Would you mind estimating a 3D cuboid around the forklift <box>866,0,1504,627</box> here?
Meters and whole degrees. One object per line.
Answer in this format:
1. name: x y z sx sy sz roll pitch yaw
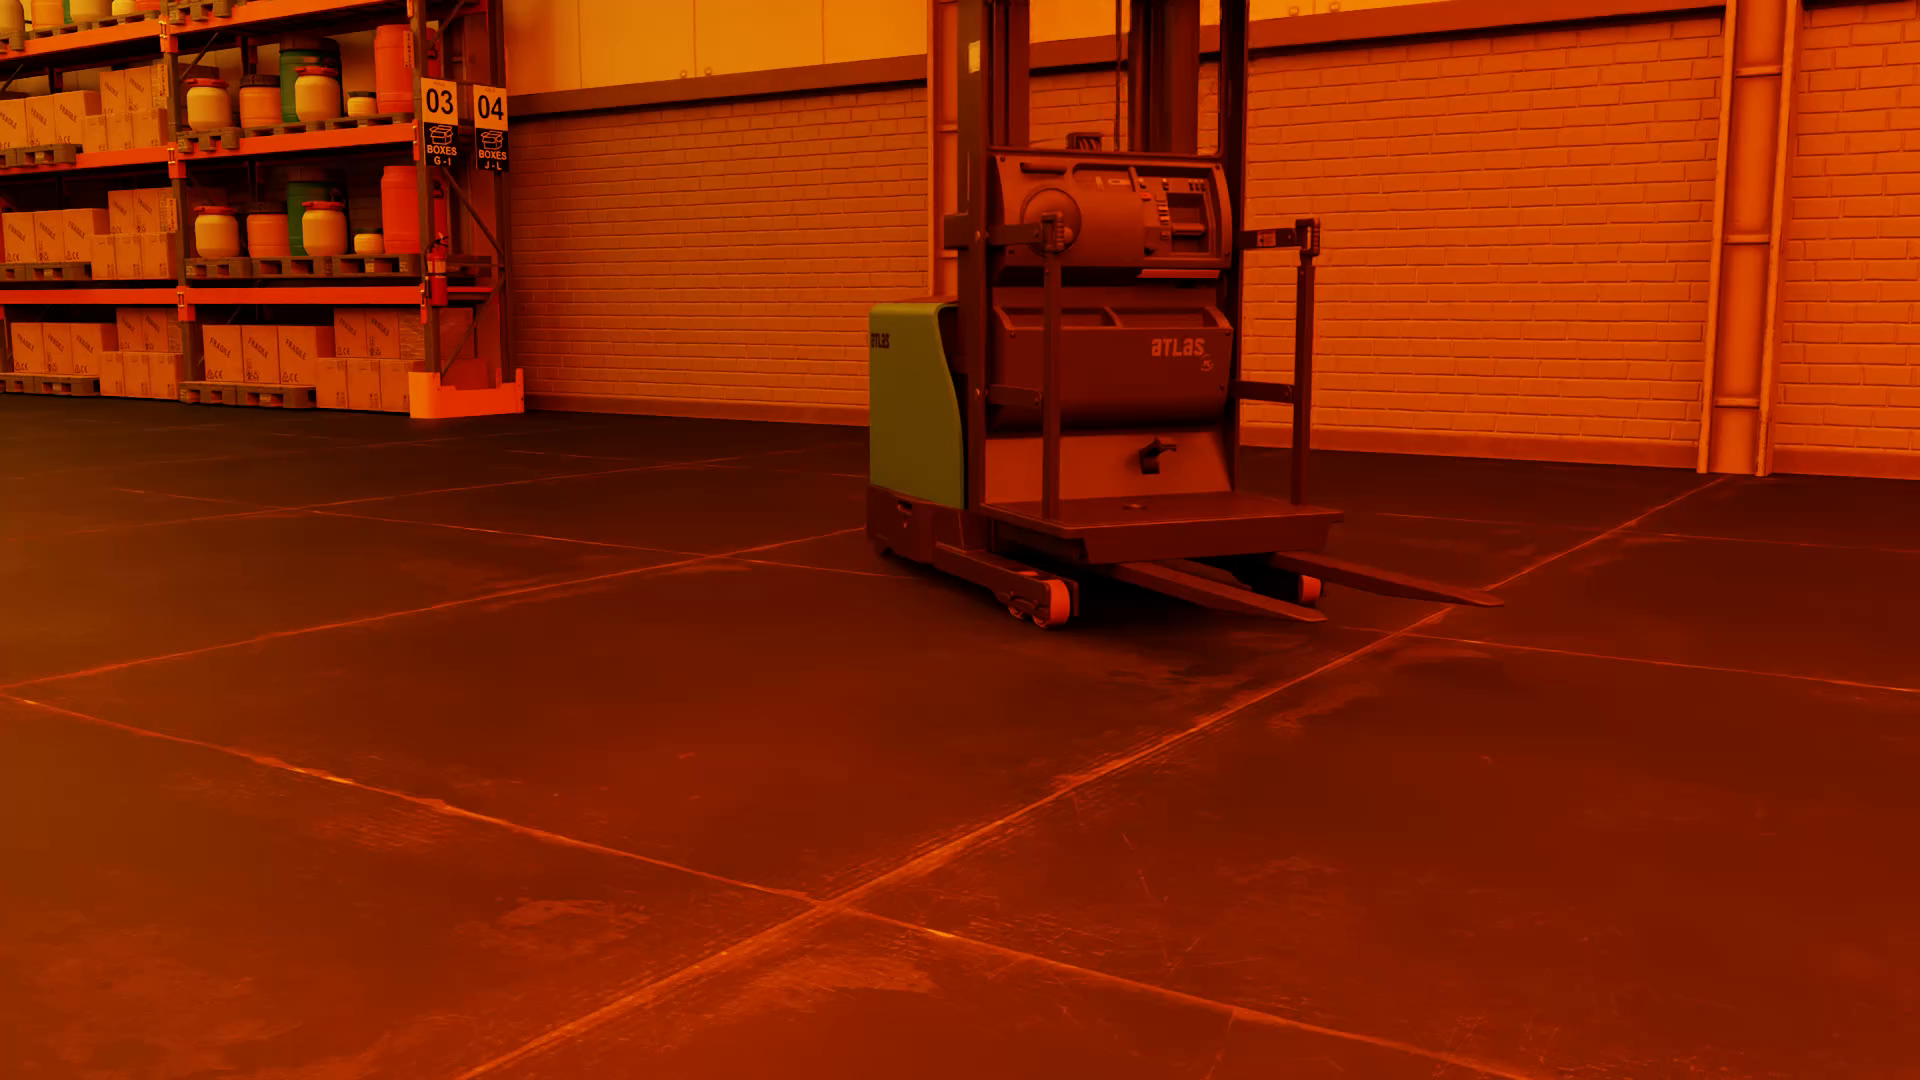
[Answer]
1. forklift: 0.649 -1.226 5.813 1.130 2.935 3.031 -3 9 -23
